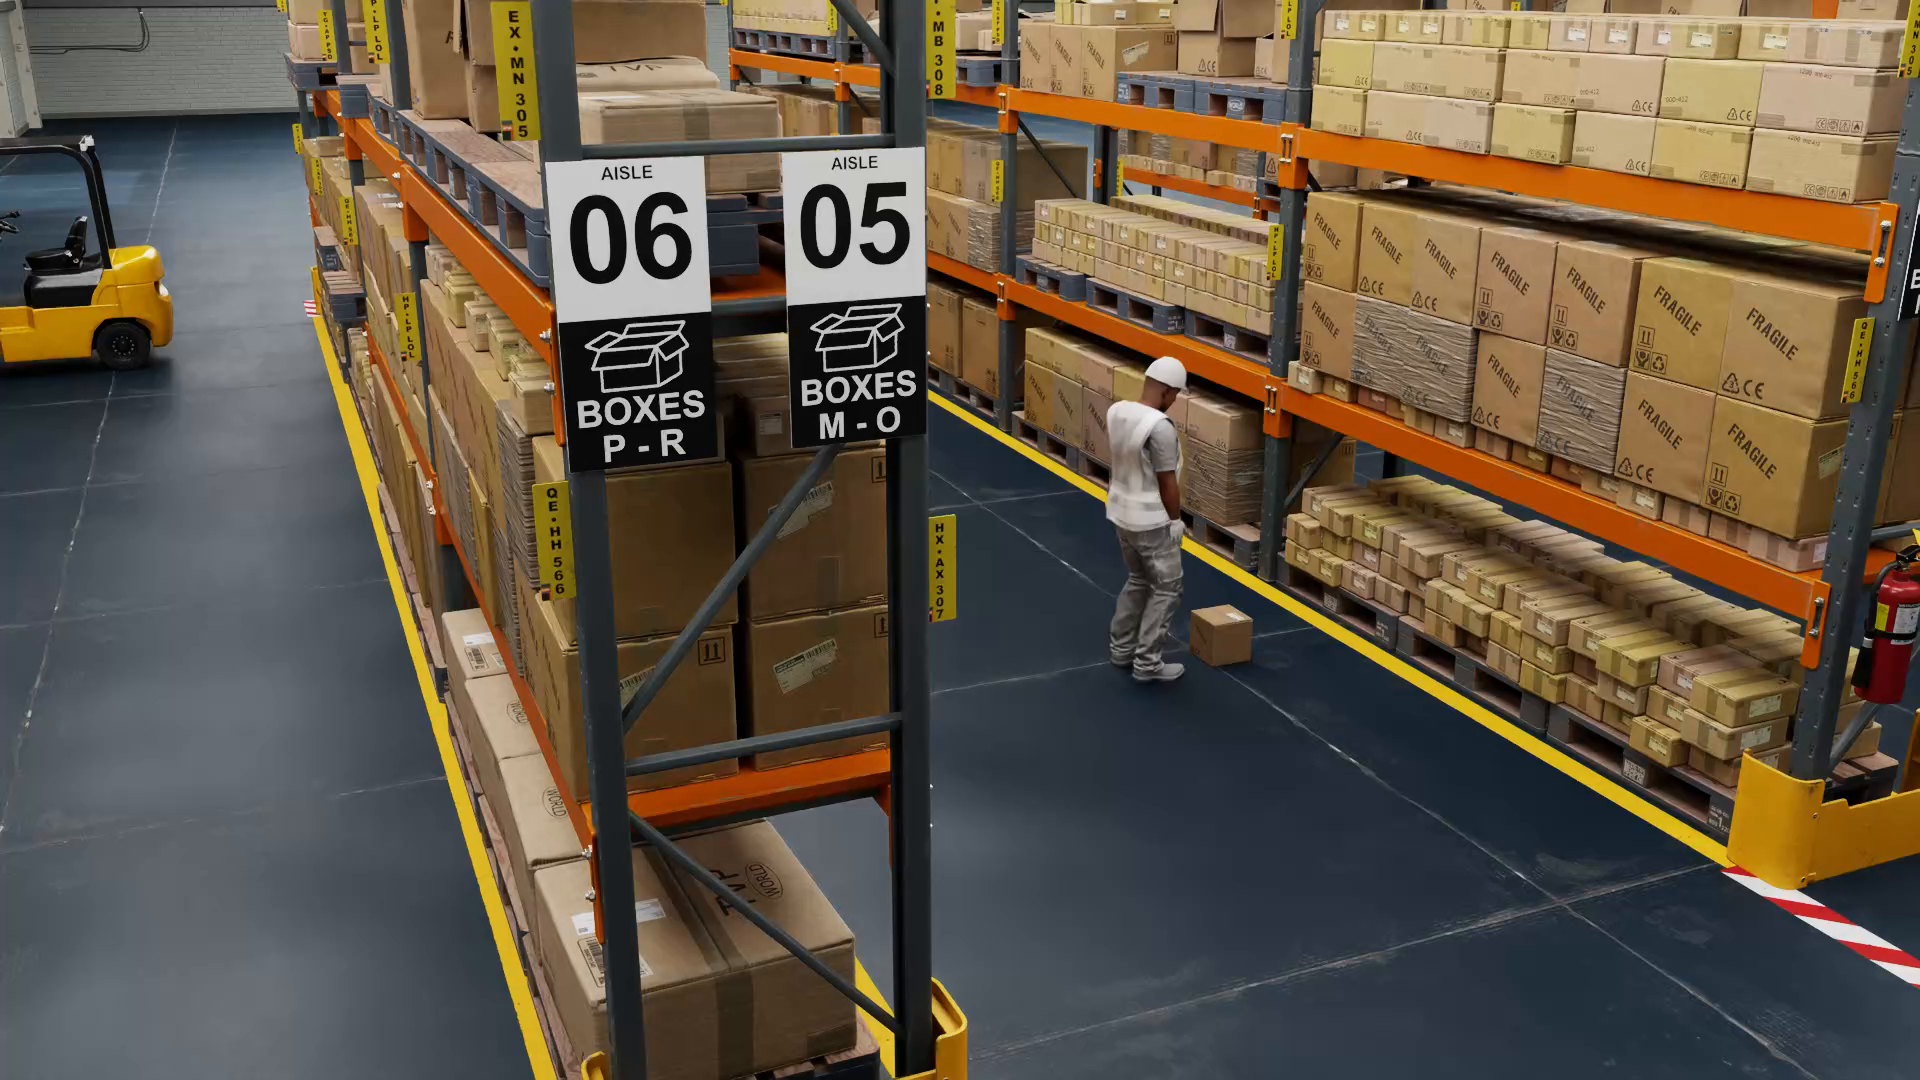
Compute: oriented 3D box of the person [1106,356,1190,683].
[{"bbox_3d":[1.013,-0.121,8.947,0.427,1.749,0.563,-7,20,-21],"label":"person"}]
